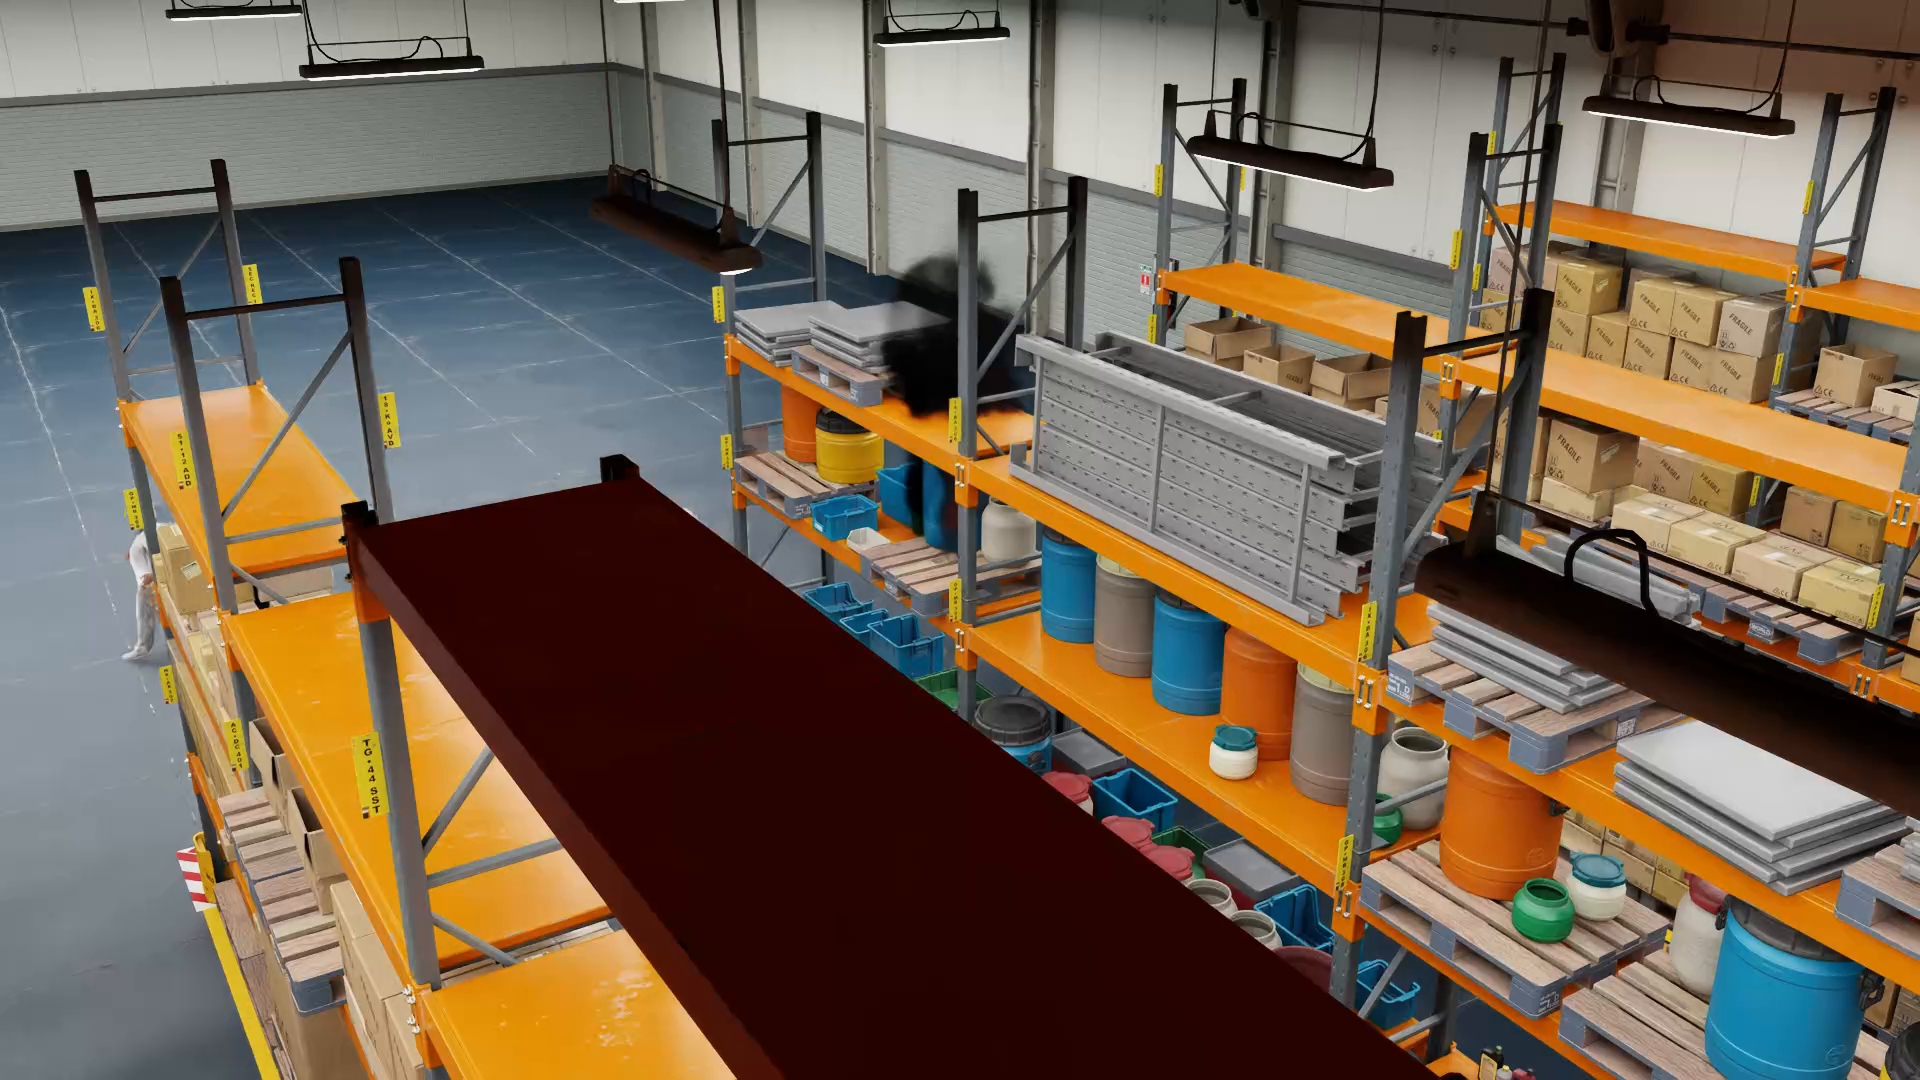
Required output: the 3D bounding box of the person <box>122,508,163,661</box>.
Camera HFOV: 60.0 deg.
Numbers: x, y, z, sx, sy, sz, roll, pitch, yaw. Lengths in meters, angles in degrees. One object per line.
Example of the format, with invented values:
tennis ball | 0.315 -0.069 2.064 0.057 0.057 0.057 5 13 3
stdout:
person | -8.639 0.439 17.891 0.982 1.766 0.704 -2 22 -4
